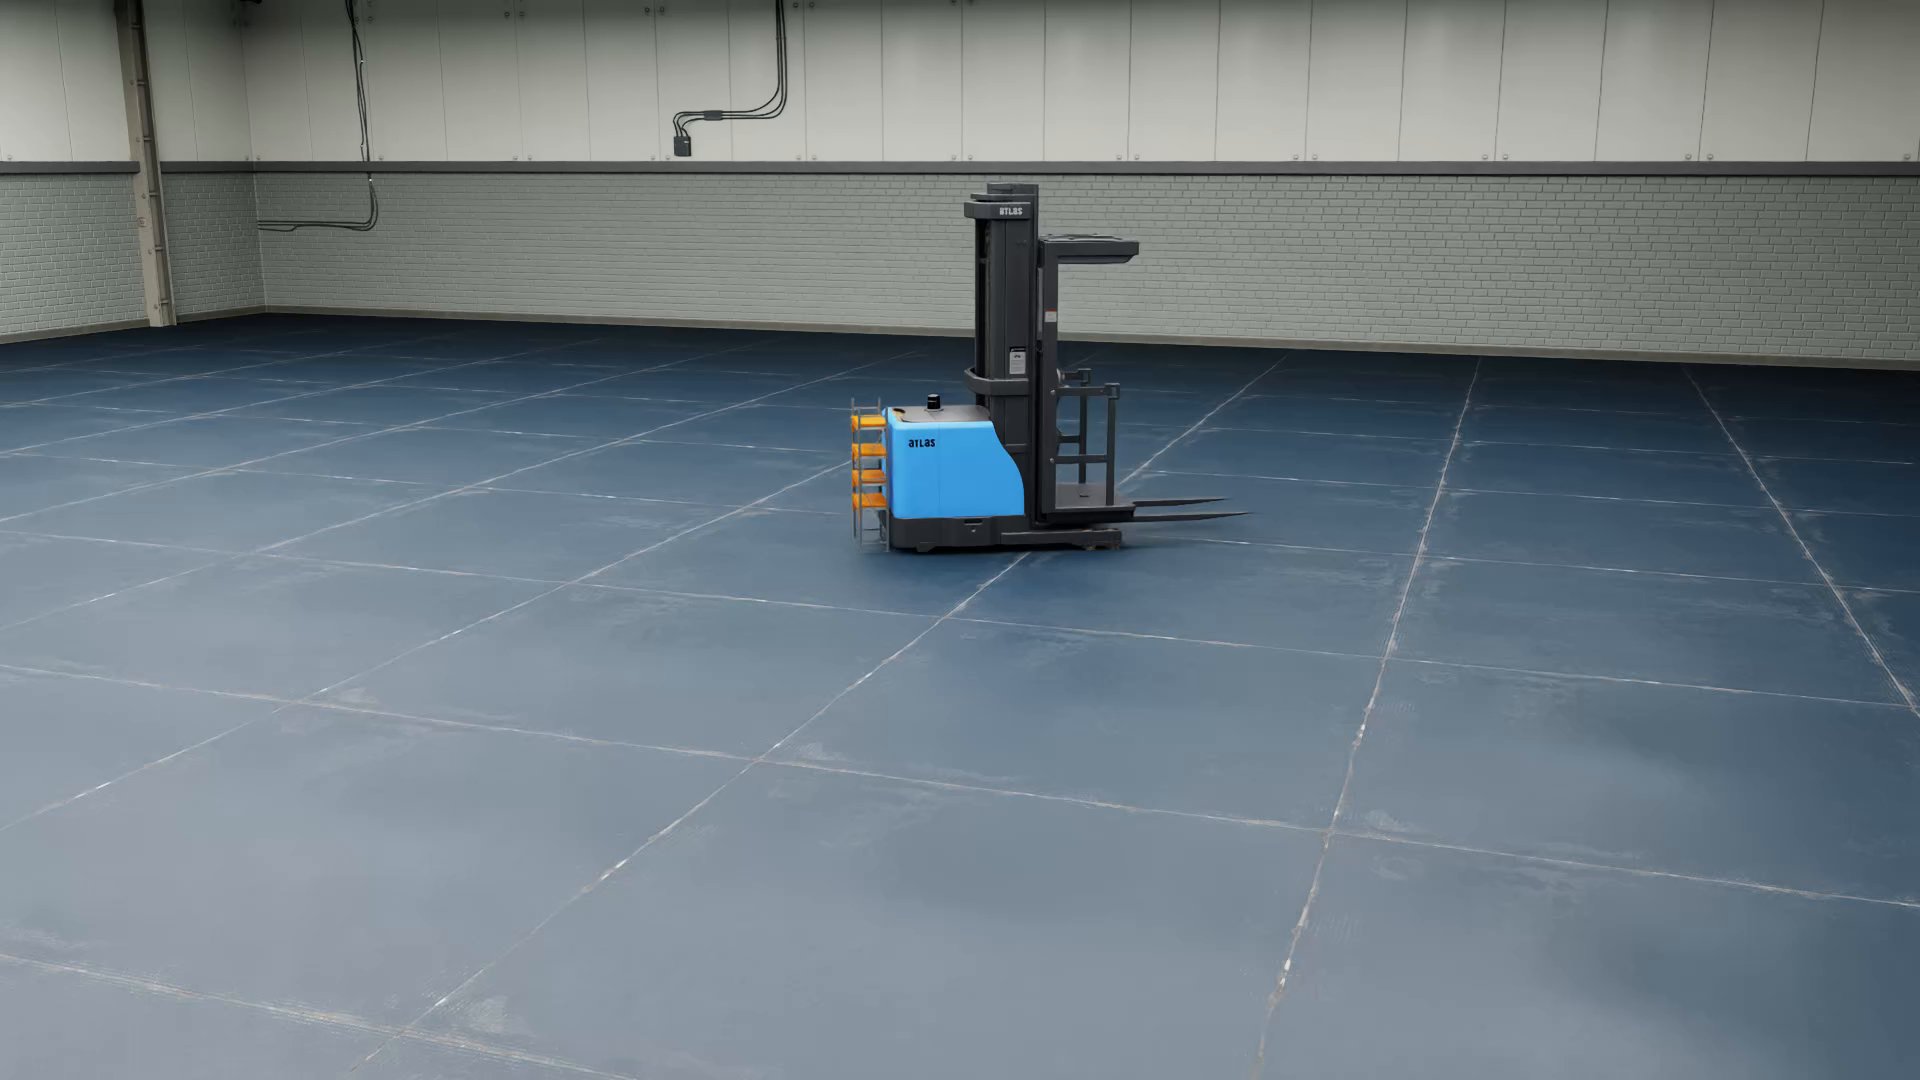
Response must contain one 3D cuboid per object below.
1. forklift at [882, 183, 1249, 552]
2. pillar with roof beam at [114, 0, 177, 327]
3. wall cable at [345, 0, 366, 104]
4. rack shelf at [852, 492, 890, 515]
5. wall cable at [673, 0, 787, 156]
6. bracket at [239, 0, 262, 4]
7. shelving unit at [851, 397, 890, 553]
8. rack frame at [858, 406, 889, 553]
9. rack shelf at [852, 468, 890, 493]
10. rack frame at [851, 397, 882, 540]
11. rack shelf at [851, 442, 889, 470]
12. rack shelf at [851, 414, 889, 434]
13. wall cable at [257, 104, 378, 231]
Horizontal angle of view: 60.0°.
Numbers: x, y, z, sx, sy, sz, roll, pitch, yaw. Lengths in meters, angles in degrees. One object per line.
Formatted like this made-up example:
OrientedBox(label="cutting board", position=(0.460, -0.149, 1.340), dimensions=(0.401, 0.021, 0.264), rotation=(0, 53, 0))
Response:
OrientedBox(label="forklift", position=(0.886, -1.460, 13.799), dimensions=(3.031, 2.935, 1.130), rotation=(-2, 13, -9))
OrientedBox(label="pillar with roof beam", position=(-11.351, -8.229, 29.817), dimensions=(9.100, 9.000, 0.548), rotation=(4, 14, 18))
OrientedBox(label="wall cable", position=(-10.660, -9.817, 32.406), dimensions=(3.097, 2.526, 0.112), rotation=(4, 14, 18))
OrientedBox(label="rack shelf", position=(-0.736, -0.277, 13.699), dimensions=(0.258, 0.148, 0.480), rotation=(-2, 13, -9))
OrientedBox(label="wall cable", position=(-4.242, -10.035, 30.088), dimensions=(2.305, 6.003, 0.169), rotation=(4, 14, 18))
OrientedBox(label="bracket", position=(-14.187, -10.854, 33.232), dimensions=(0.235, 0.232, 0.430), rotation=(4, 14, 18))
OrientedBox(label="shelving unit", position=(-0.736, -0.536, 13.640), dimensions=(0.258, 1.200, 0.503), rotation=(-2, 13, -9))
OrientedBox(label="rack frame", position=(-0.696, -0.482, 13.405), dimensions=(0.240, 1.200, 0.015), rotation=(-2, 13, -9))
OrientedBox(label="rack shelf", position=(-0.736, -0.470, 13.655), dimensions=(0.258, 0.148, 0.480), rotation=(-2, 13, -9))
OrientedBox(label="rack frame", position=(-0.777, -0.589, 13.874), dimensions=(0.240, 1.200, 0.015), rotation=(-2, 13, -9))
OrientedBox(label="rack shelf", position=(-0.736, -0.688, 13.605), dimensions=(0.258, 0.148, 0.480), rotation=(-2, 13, -9))
OrientedBox(label="rack shelf", position=(-0.736, -0.919, 13.552), dimensions=(0.258, 0.148, 0.480), rotation=(-2, 13, -9))
OrientedBox(label="wall cable", position=(-13.220, -7.550, 33.821), dimensions=(3.097, 2.526, 0.112), rotation=(4, 14, 18))
